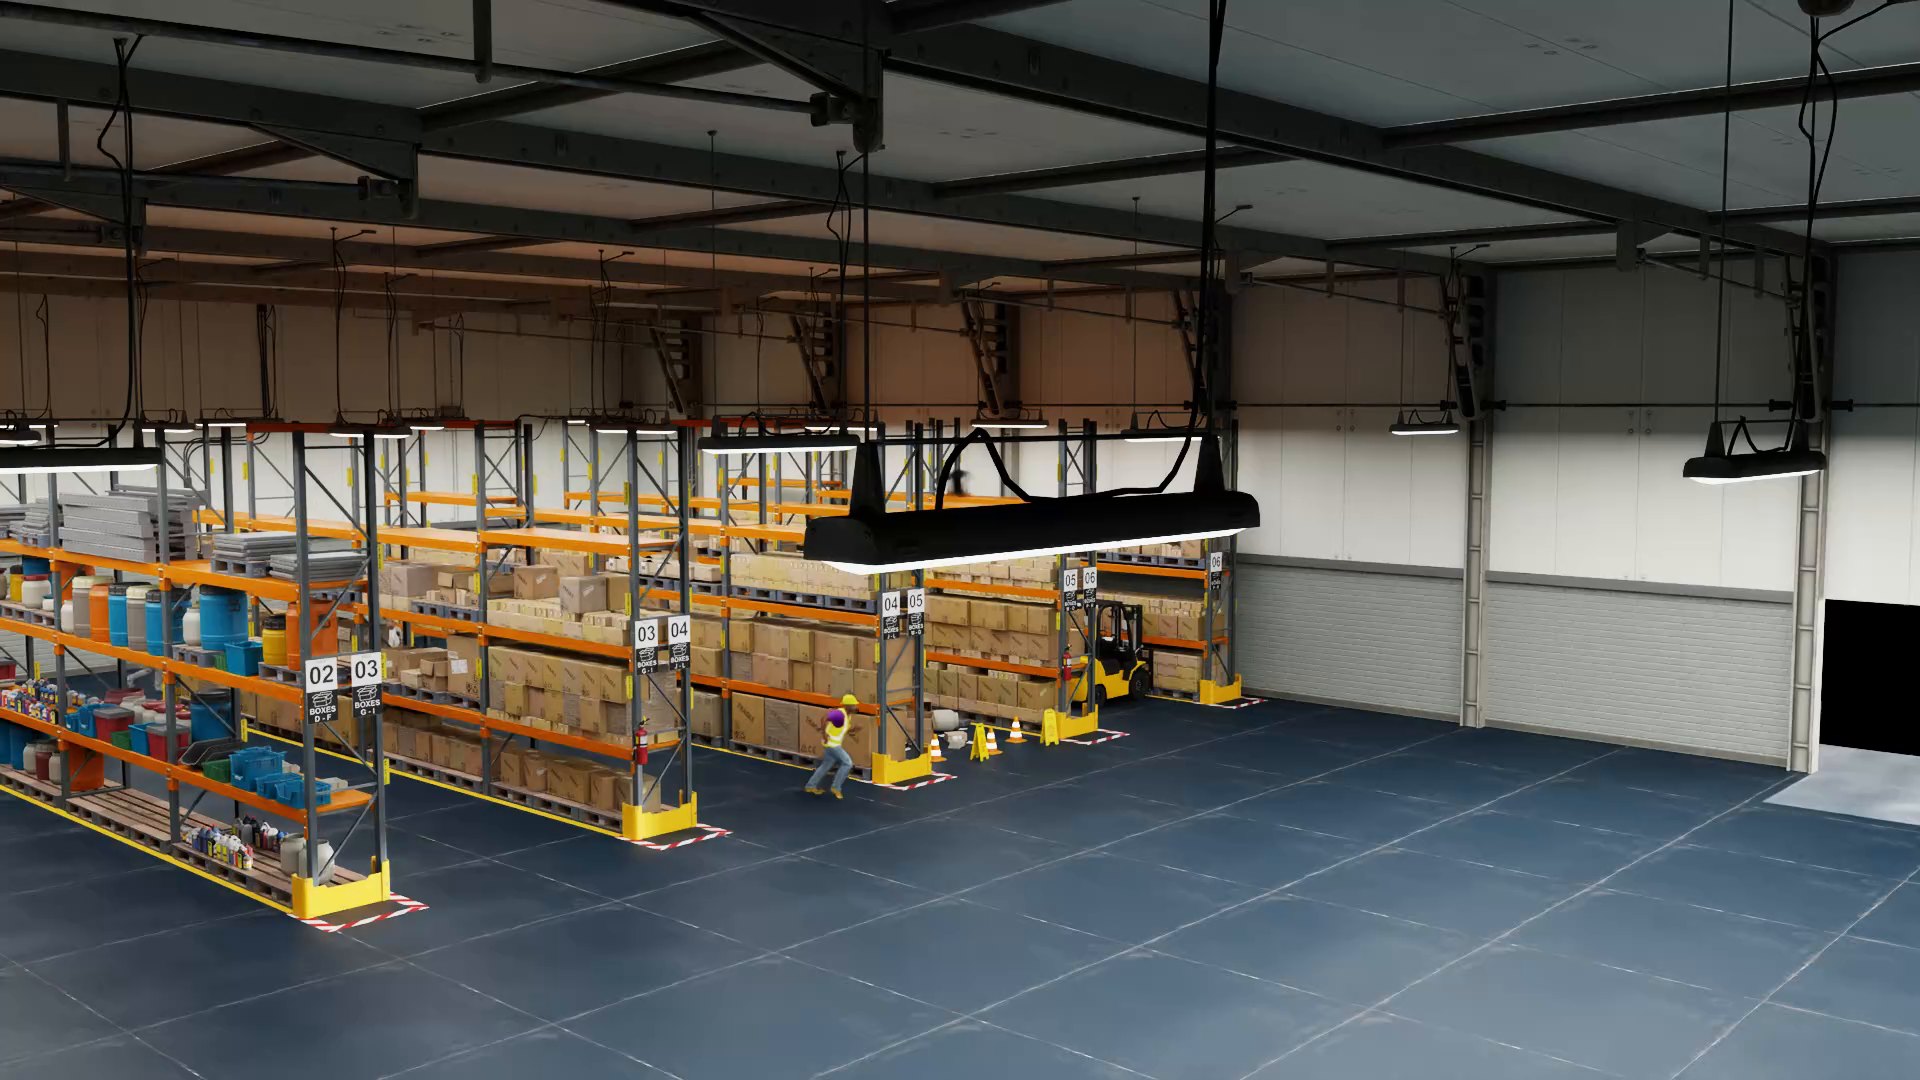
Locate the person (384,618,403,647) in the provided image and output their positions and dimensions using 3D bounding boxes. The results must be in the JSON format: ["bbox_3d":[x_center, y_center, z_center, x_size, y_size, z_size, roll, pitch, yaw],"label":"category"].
[{"bbox_3d":[-12.353,2.521,36.068,0.830,1.845,0.651,5,7,45],"label":"person"}]

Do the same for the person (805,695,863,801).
[{"bbox_3d":[-2.027,3.337,26.650,0.929,1.733,0.731,0,5,5],"label":"person"}]

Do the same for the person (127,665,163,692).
[{"bbox_3d":[-17.850,2.484,36.476,0.901,1.763,0.642,-1,5,-10],"label":"person"}]
